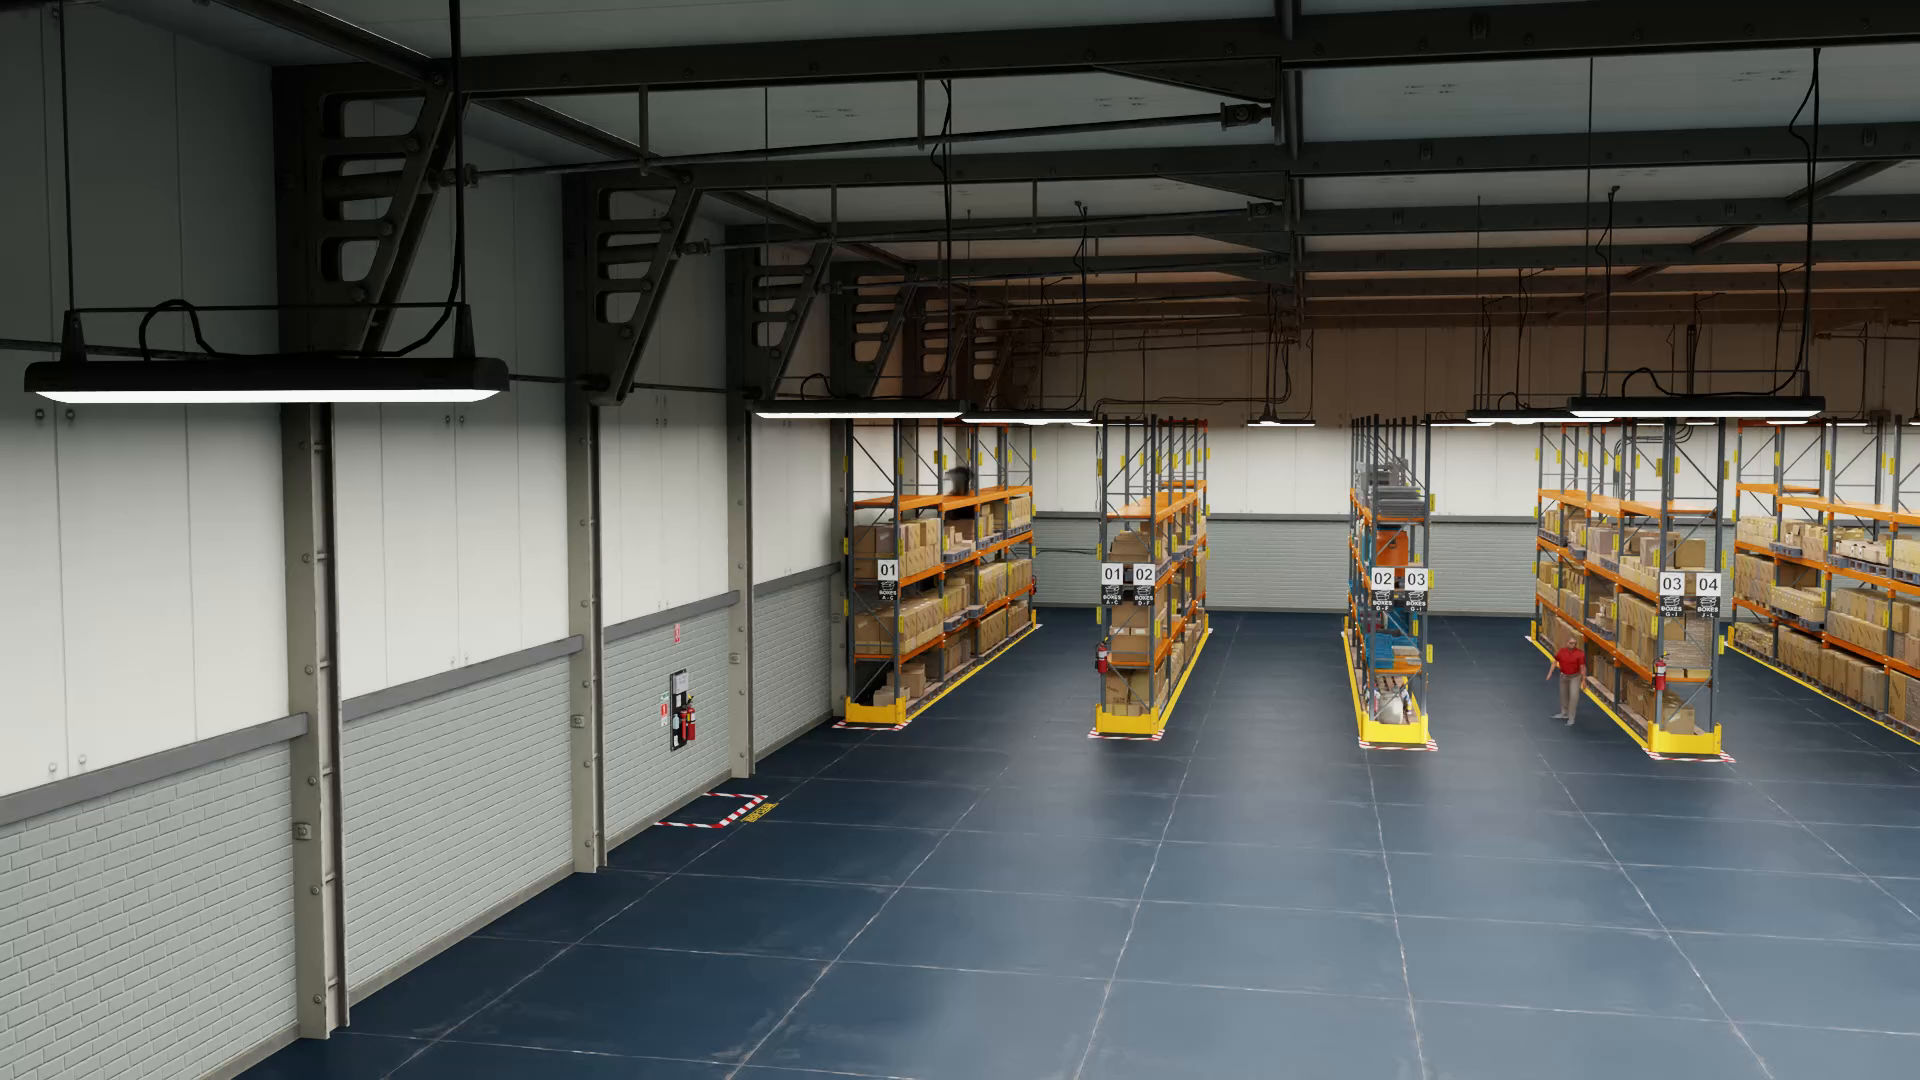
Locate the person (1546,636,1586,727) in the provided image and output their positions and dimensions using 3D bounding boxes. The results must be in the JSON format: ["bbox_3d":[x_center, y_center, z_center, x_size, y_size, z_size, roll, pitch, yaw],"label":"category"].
[{"bbox_3d":[11.840,2.721,32.417,0.782,1.722,0.716,-4,5,-44],"label":"person"}]

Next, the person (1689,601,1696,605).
[{"bbox_3d":[19.714,1.912,44.899,0.533,1.589,0.815,1,4,19],"label":"person"}]
